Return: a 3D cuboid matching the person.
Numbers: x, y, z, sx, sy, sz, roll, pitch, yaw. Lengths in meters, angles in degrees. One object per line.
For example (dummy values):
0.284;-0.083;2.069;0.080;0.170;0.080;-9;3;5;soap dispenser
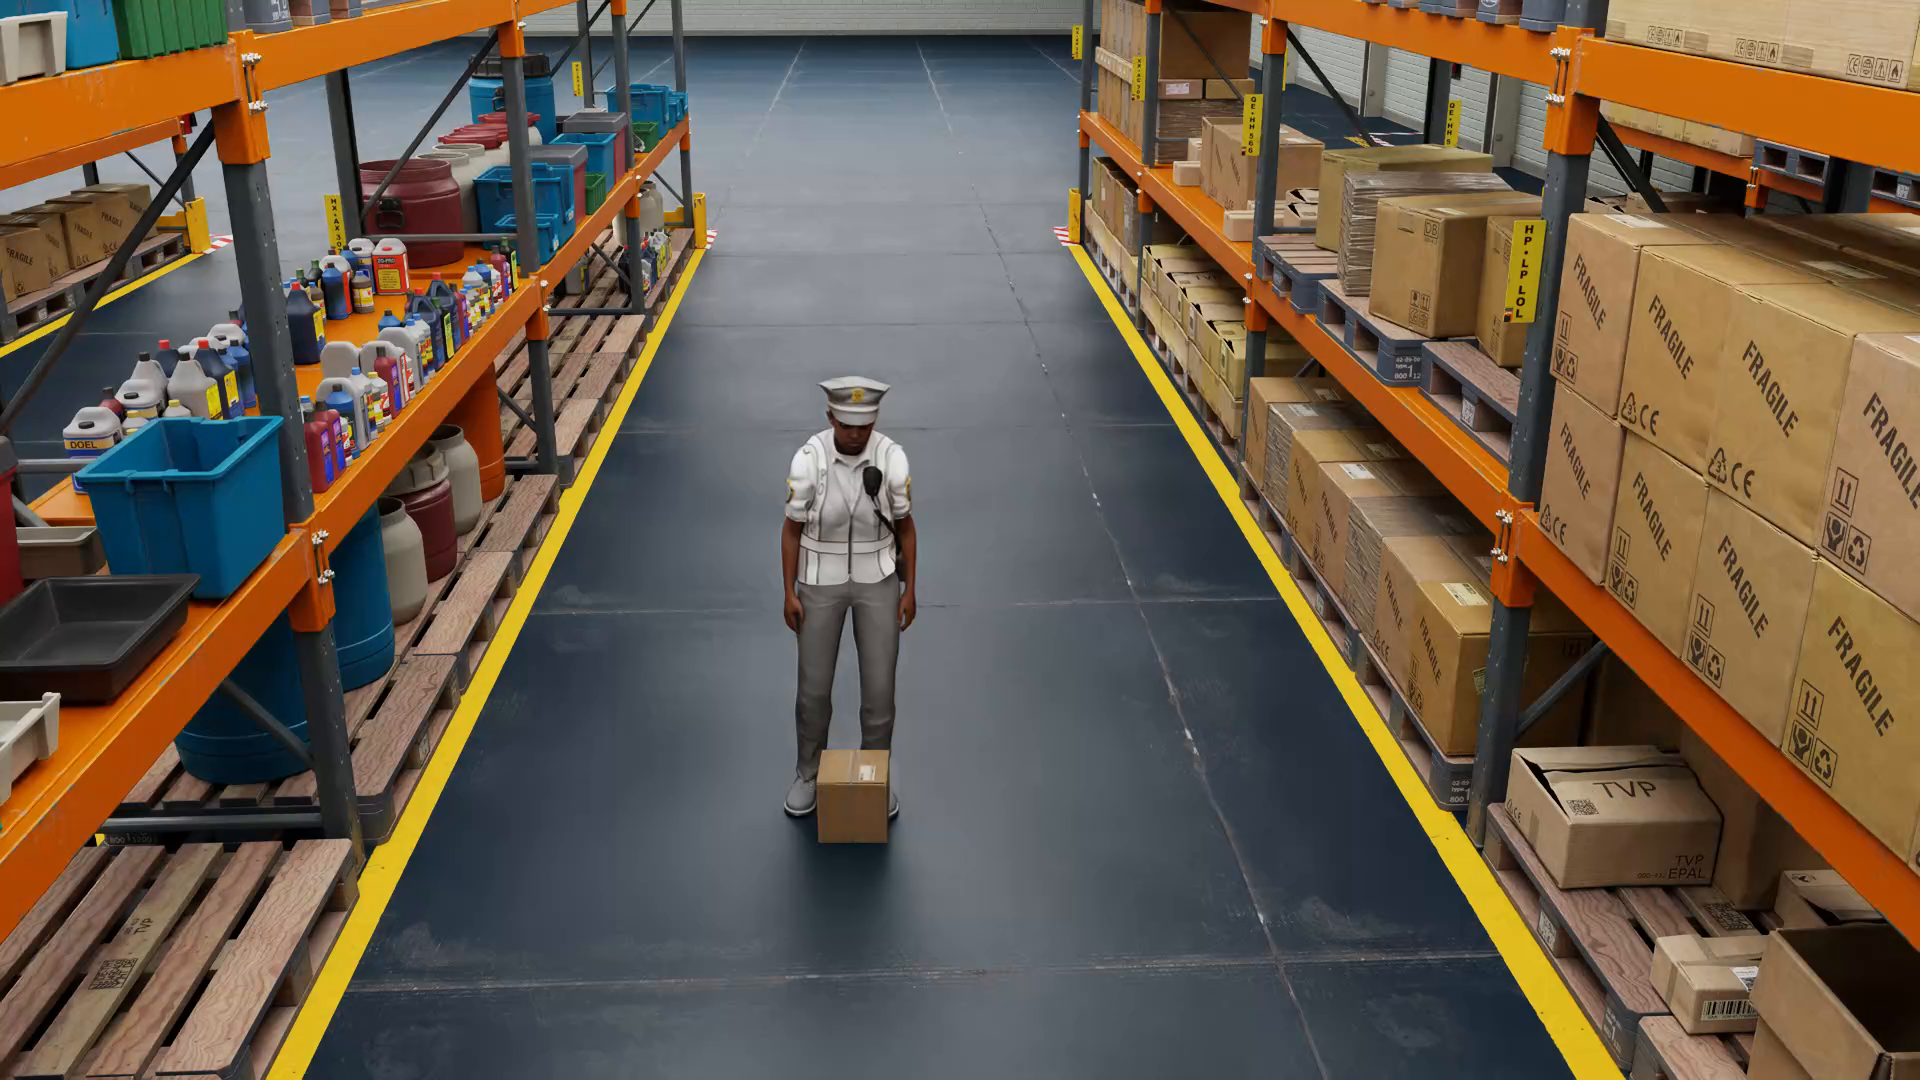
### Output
-0.409;0.201;6.047;0.518;1.656;0.427;-2;21;-6;person
